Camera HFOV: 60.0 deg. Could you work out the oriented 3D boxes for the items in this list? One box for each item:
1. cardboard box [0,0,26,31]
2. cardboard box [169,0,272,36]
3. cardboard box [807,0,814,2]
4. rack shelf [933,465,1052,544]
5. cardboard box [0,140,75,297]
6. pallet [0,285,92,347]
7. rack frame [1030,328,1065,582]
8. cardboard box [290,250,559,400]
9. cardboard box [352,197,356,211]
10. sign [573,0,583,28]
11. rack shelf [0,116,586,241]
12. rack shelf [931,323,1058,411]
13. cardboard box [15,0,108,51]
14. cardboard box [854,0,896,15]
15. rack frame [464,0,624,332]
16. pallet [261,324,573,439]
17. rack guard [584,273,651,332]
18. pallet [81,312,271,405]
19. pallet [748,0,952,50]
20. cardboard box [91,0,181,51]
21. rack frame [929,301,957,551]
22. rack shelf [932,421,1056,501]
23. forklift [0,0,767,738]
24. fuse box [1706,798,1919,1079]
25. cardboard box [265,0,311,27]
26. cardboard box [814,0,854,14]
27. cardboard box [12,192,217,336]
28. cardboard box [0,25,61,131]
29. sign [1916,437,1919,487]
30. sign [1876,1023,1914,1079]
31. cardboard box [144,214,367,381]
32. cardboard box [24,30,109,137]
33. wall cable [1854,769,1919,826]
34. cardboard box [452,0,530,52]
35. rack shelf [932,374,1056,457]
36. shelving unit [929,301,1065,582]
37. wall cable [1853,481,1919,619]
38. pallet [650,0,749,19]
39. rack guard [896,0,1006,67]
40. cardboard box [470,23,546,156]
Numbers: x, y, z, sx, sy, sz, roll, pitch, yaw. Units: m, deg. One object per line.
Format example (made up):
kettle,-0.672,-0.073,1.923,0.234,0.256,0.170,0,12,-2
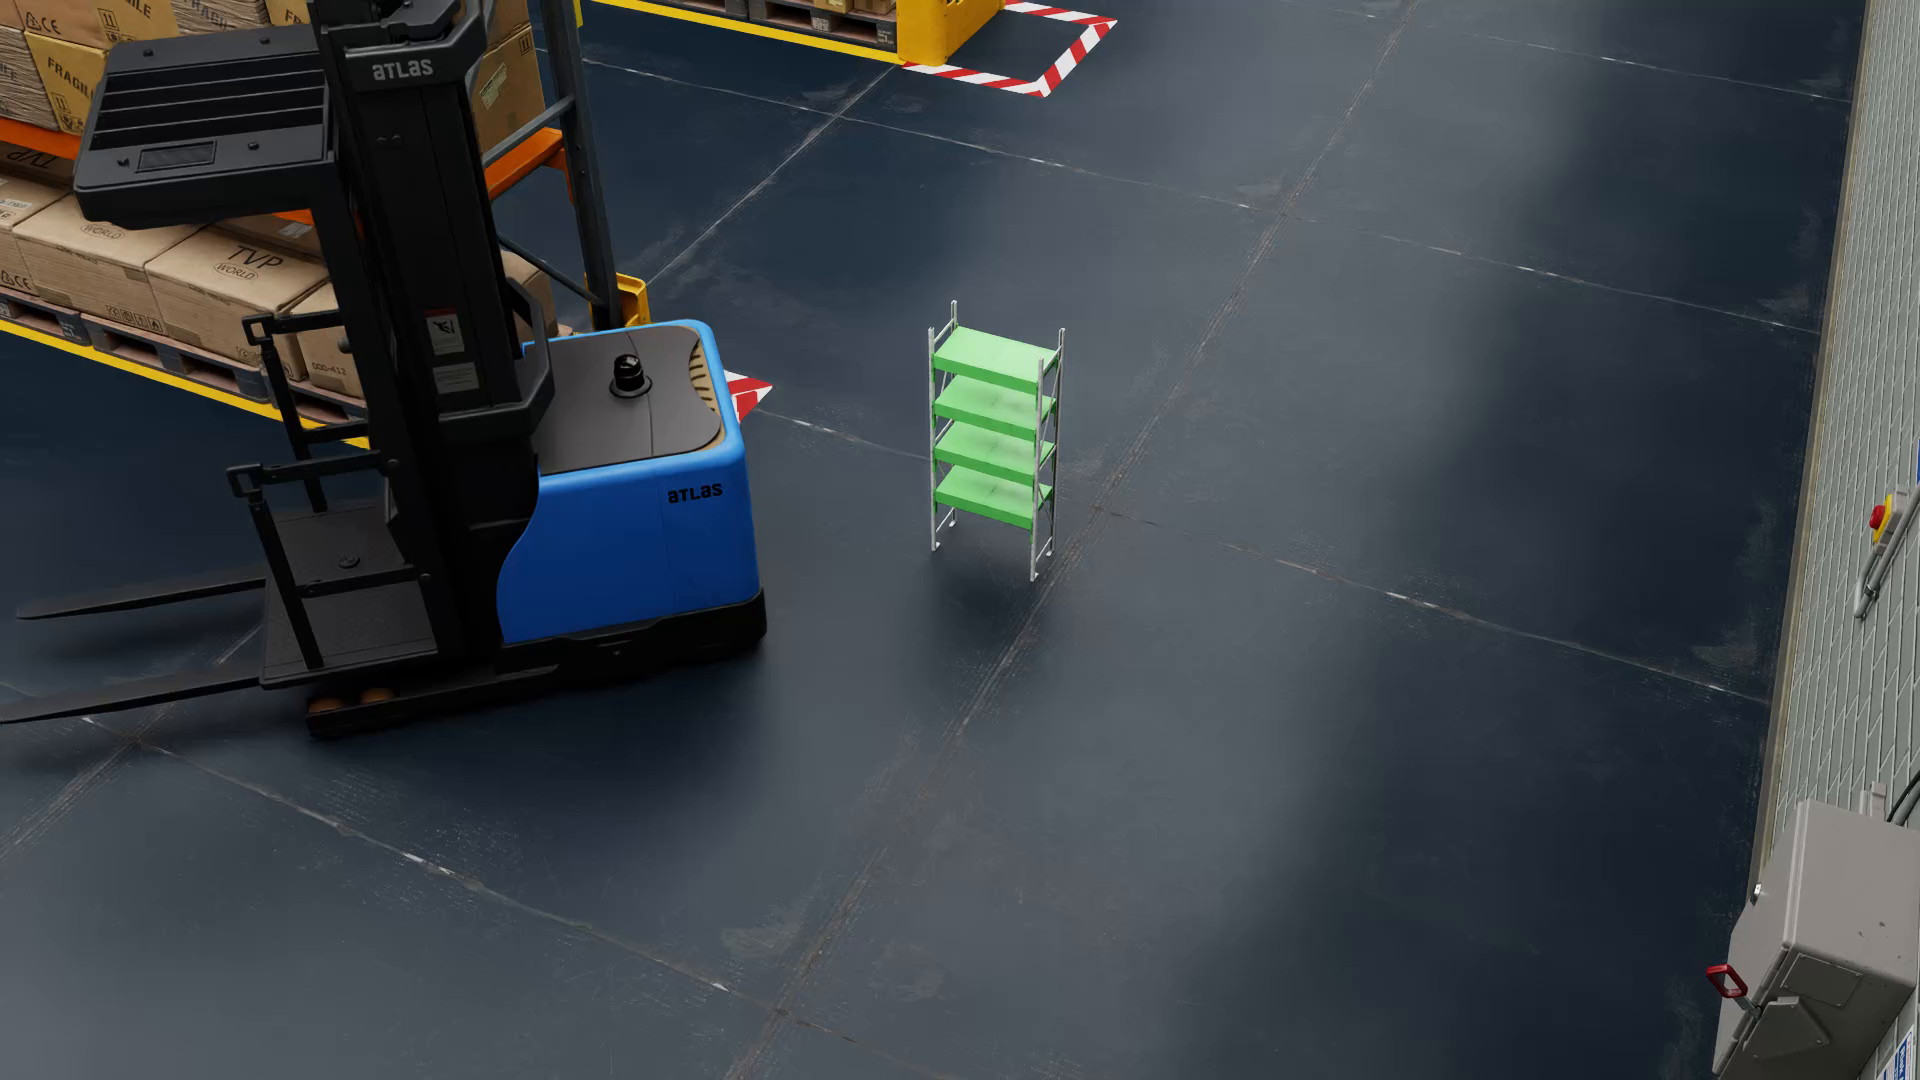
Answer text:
cardboard box,-4.363,-2.716,7.637,0.500,0.500,0.500,18,44,19
cardboard box,-3.006,-2.296,7.152,0.500,0.500,0.500,17,44,19
cardboard box,-1.025,-3.965,11.775,0.250,0.149,0.380,17,44,18
rack shelf,0.150,-0.178,7.387,0.480,0.148,0.258,17,44,19
cardboard box,-5.083,-1.821,9.080,0.875,0.438,0.875,16,44,18
pallet,-4.951,-1.557,9.270,1.213,0.211,1.003,17,44,19
rack frame,0.371,-0.340,7.110,0.015,1.200,0.240,17,44,19
cardboard box,-2.623,-1.074,8.219,0.875,0.438,0.875,16,43,17
cardboard box,-2.531,-1.775,7.315,0.500,0.500,0.500,17,44,19
sign,-1.742,-2.445,7.443,0.005,0.325,0.100,17,44,19
rack shelf,-3.795,-2.042,8.249,4.000,0.370,1.077,17,44,19
rack shelf,0.150,-0.722,6.916,0.480,0.148,0.258,17,44,19
cardboard box,-3.907,-2.575,7.475,0.500,0.500,0.500,17,44,18
cardboard box,-0.546,-3.830,11.618,0.250,0.149,0.380,18,44,19
rack frame,-1.982,-1.760,7.375,0.127,3.000,1.000,17,44,19
pallet,-2.740,-0.882,8.490,1.213,0.211,1.003,17,44,19
rack guard,-1.960,-0.809,8.186,0.348,0.500,1.175,17,44,19
pallet,-3.841,-1.220,8.881,1.213,0.211,1.003,17,44,19
pallet,-0.771,-3.940,12.018,1.213,0.211,1.003,17,44,19
cardboard box,-3.453,-2.434,7.313,0.500,0.500,0.500,17,44,18
rack frame,-0.071,-0.475,7.266,0.015,1.200,0.240,17,44,19
rack shelf,0.150,-0.359,7.230,0.480,0.148,0.258,17,44,19
forklift,-2.397,-0.700,6.203,3.031,2.935,1.130,-10,42,-11
fuse box,2.117,1.480,4.619,0.414,1.711,0.539,17,44,19
cardboard box,-2.520,-2.168,7.006,0.500,0.500,0.500,18,44,20
cardboard box,-0.822,-3.841,11.631,0.250,0.149,0.380,18,44,20
cardboard box,-4.272,-1.574,8.795,0.875,0.438,0.875,16,43,17
cardboard box,-4.390,-2.337,7.964,0.500,0.500,0.500,17,44,19
sign,3.213,-0.327,5.514,0.001,0.218,0.327,17,44,19
sign,2.096,1.380,3.824,0.001,0.494,0.329,17,44,19
cardboard box,-3.455,-1.323,8.505,0.875,0.438,0.875,18,44,20
cardboard box,-3.923,-2.195,7.799,0.500,0.500,0.500,18,44,20
wall cable,2.549,0.248,4.282,0.122,1.984,0.588,17,44,19
cardboard box,-2.297,-2.478,7.363,0.500,0.500,0.500,16,43,18
rack shelf,0.150,-0.541,7.073,0.480,0.148,0.258,17,44,19
shelving unit,0.150,-0.408,7.188,0.503,1.200,0.258,17,44,19
wall cable,3.138,-0.609,5.246,0.123,1.953,0.585,17,44,19
pallet,-1.873,-4.279,12.409,1.213,0.211,1.003,17,44,19
rack guard,-0.050,-3.803,11.640,0.348,0.500,1.175,17,44,19
cardboard box,-2.296,-2.102,7.692,0.500,0.500,0.500,17,44,18
